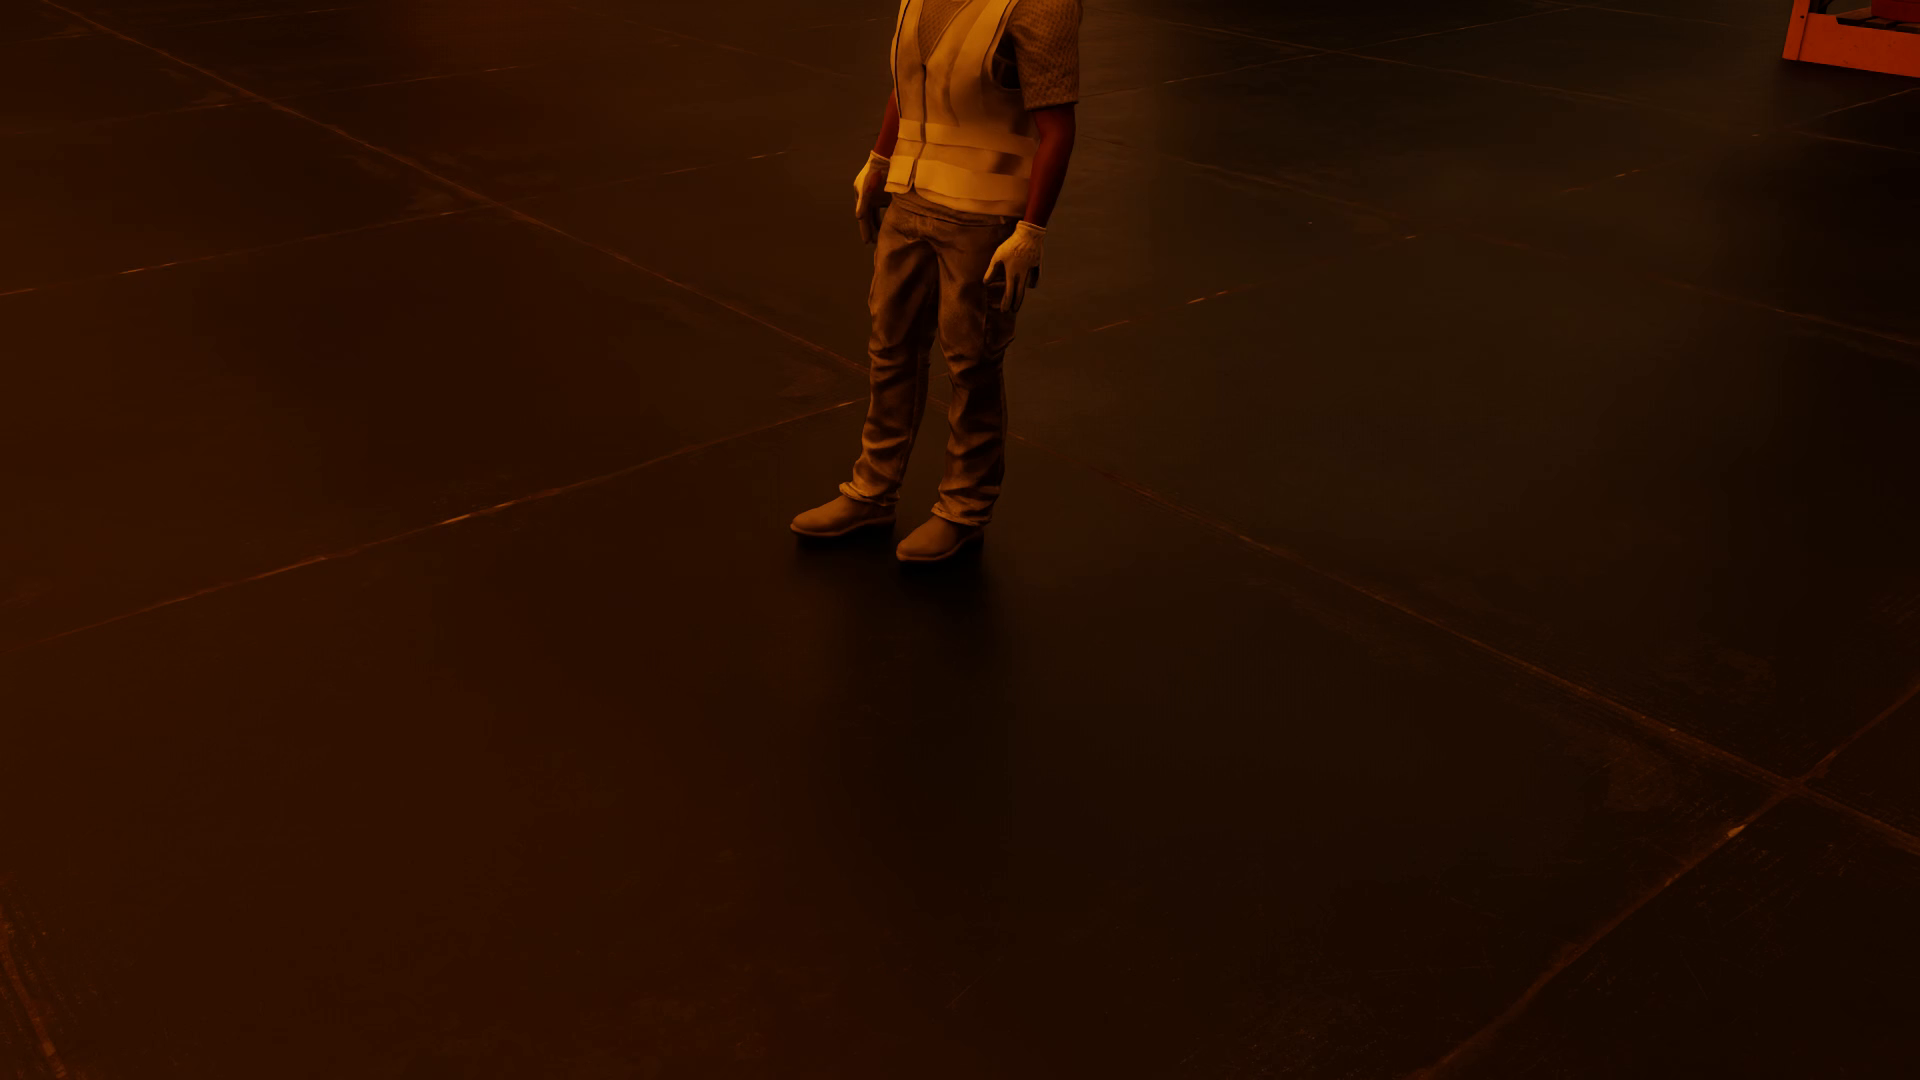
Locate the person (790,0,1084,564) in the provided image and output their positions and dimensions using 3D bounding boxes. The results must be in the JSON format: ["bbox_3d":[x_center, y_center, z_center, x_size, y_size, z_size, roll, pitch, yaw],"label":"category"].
[{"bbox_3d":[-0.061,-0.788,4.067,0.577,1.782,0.656,-20,33,-35],"label":"person"}]
